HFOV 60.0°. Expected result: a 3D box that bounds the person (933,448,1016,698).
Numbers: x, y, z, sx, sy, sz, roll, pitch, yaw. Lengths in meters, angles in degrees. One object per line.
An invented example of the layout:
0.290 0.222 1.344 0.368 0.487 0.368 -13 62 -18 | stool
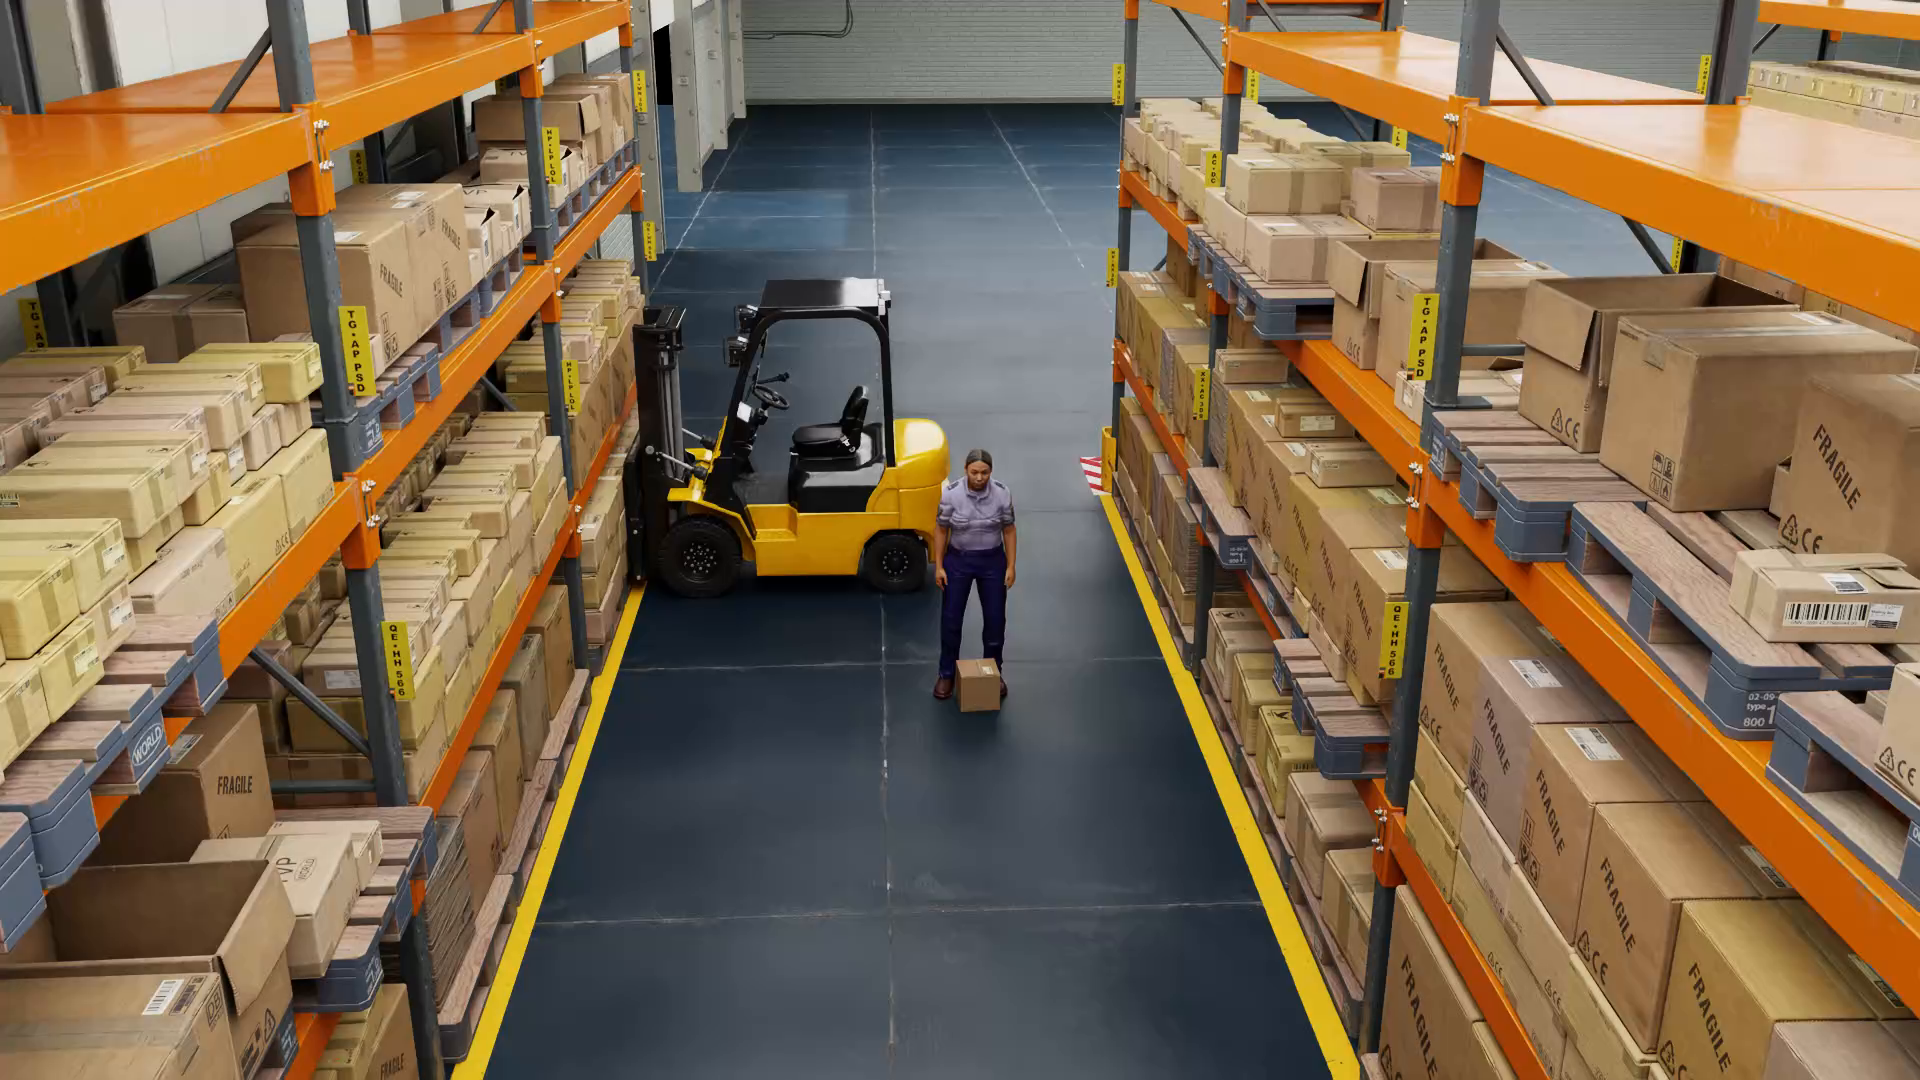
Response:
0.091 0.187 10.589 0.538 1.652 0.371 -1 21 -3 | person
